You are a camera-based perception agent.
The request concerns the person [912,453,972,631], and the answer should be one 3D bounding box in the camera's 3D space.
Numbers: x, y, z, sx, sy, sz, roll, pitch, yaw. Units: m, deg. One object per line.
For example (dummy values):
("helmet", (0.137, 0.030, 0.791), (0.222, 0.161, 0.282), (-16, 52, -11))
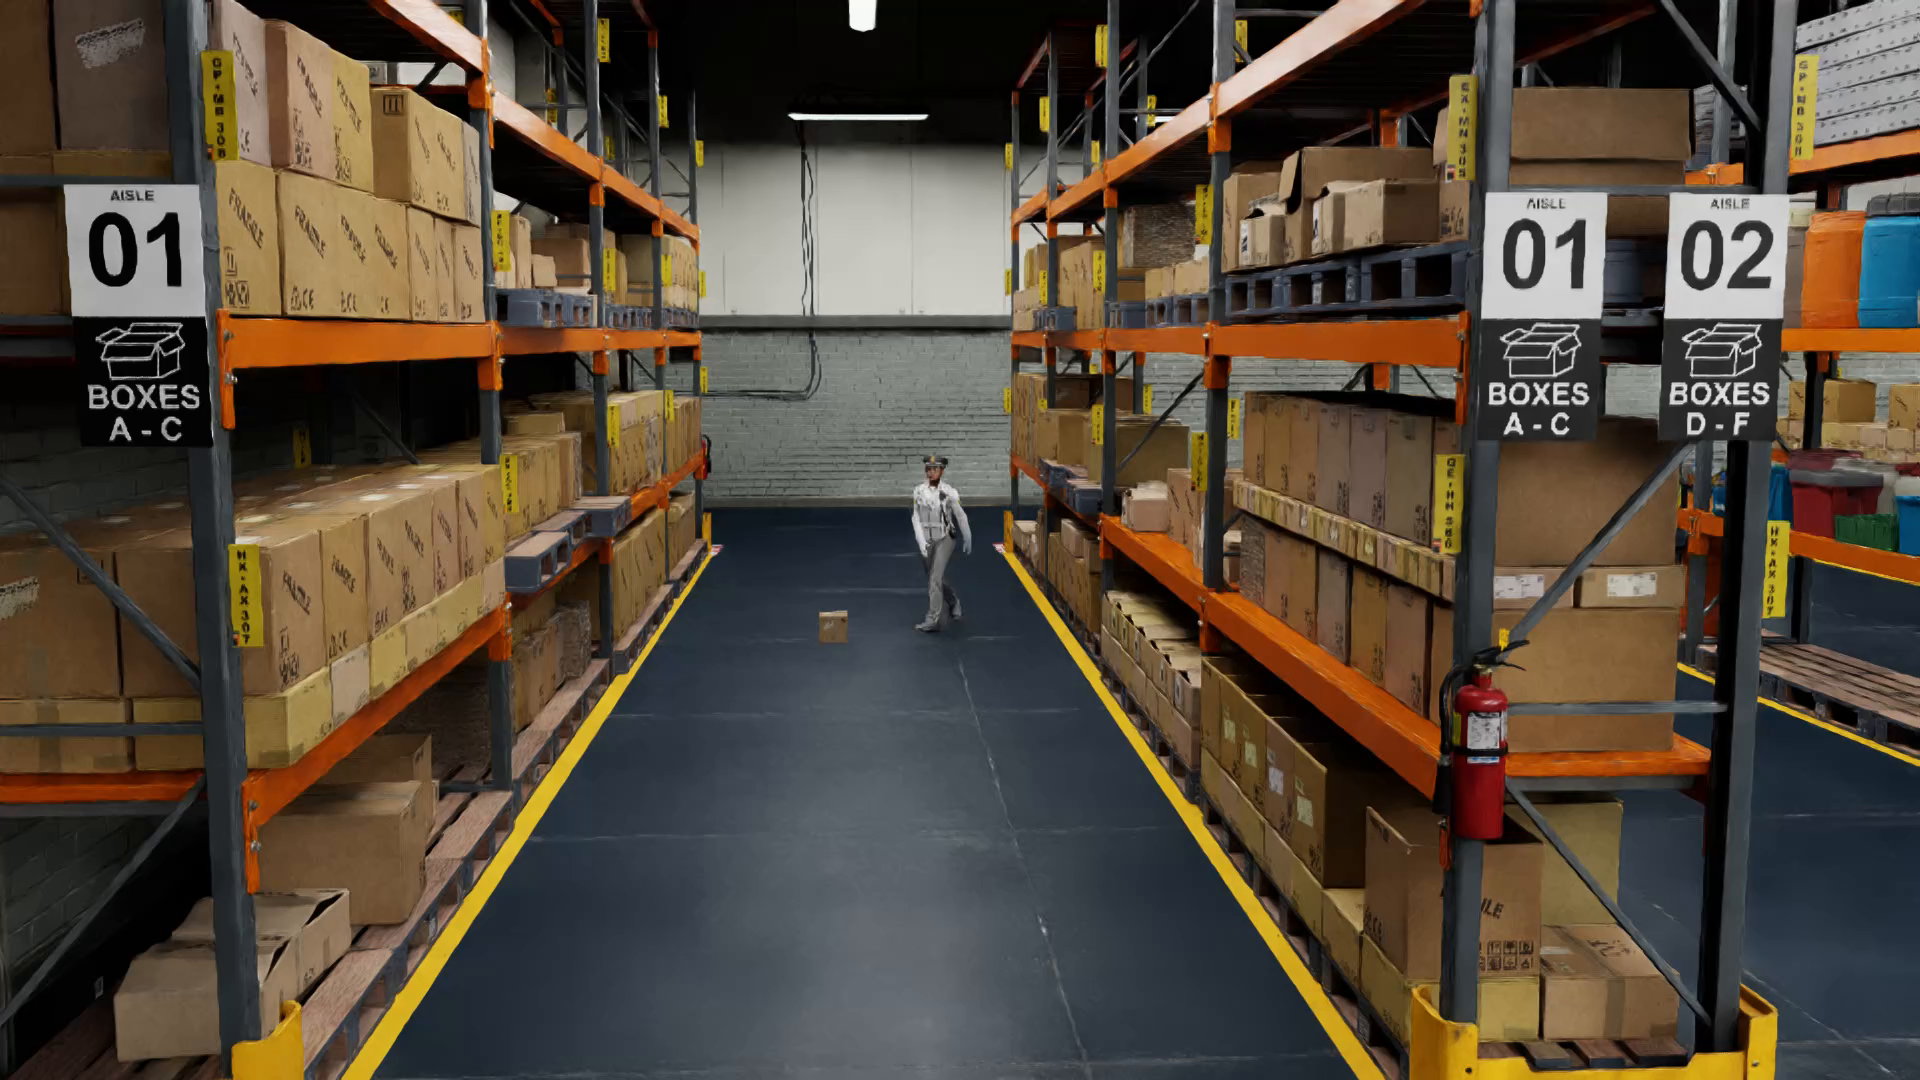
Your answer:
("person", (-0.182, -0.004, 15.698), (0.498, 1.644, 0.920), (3, 8, 26))
